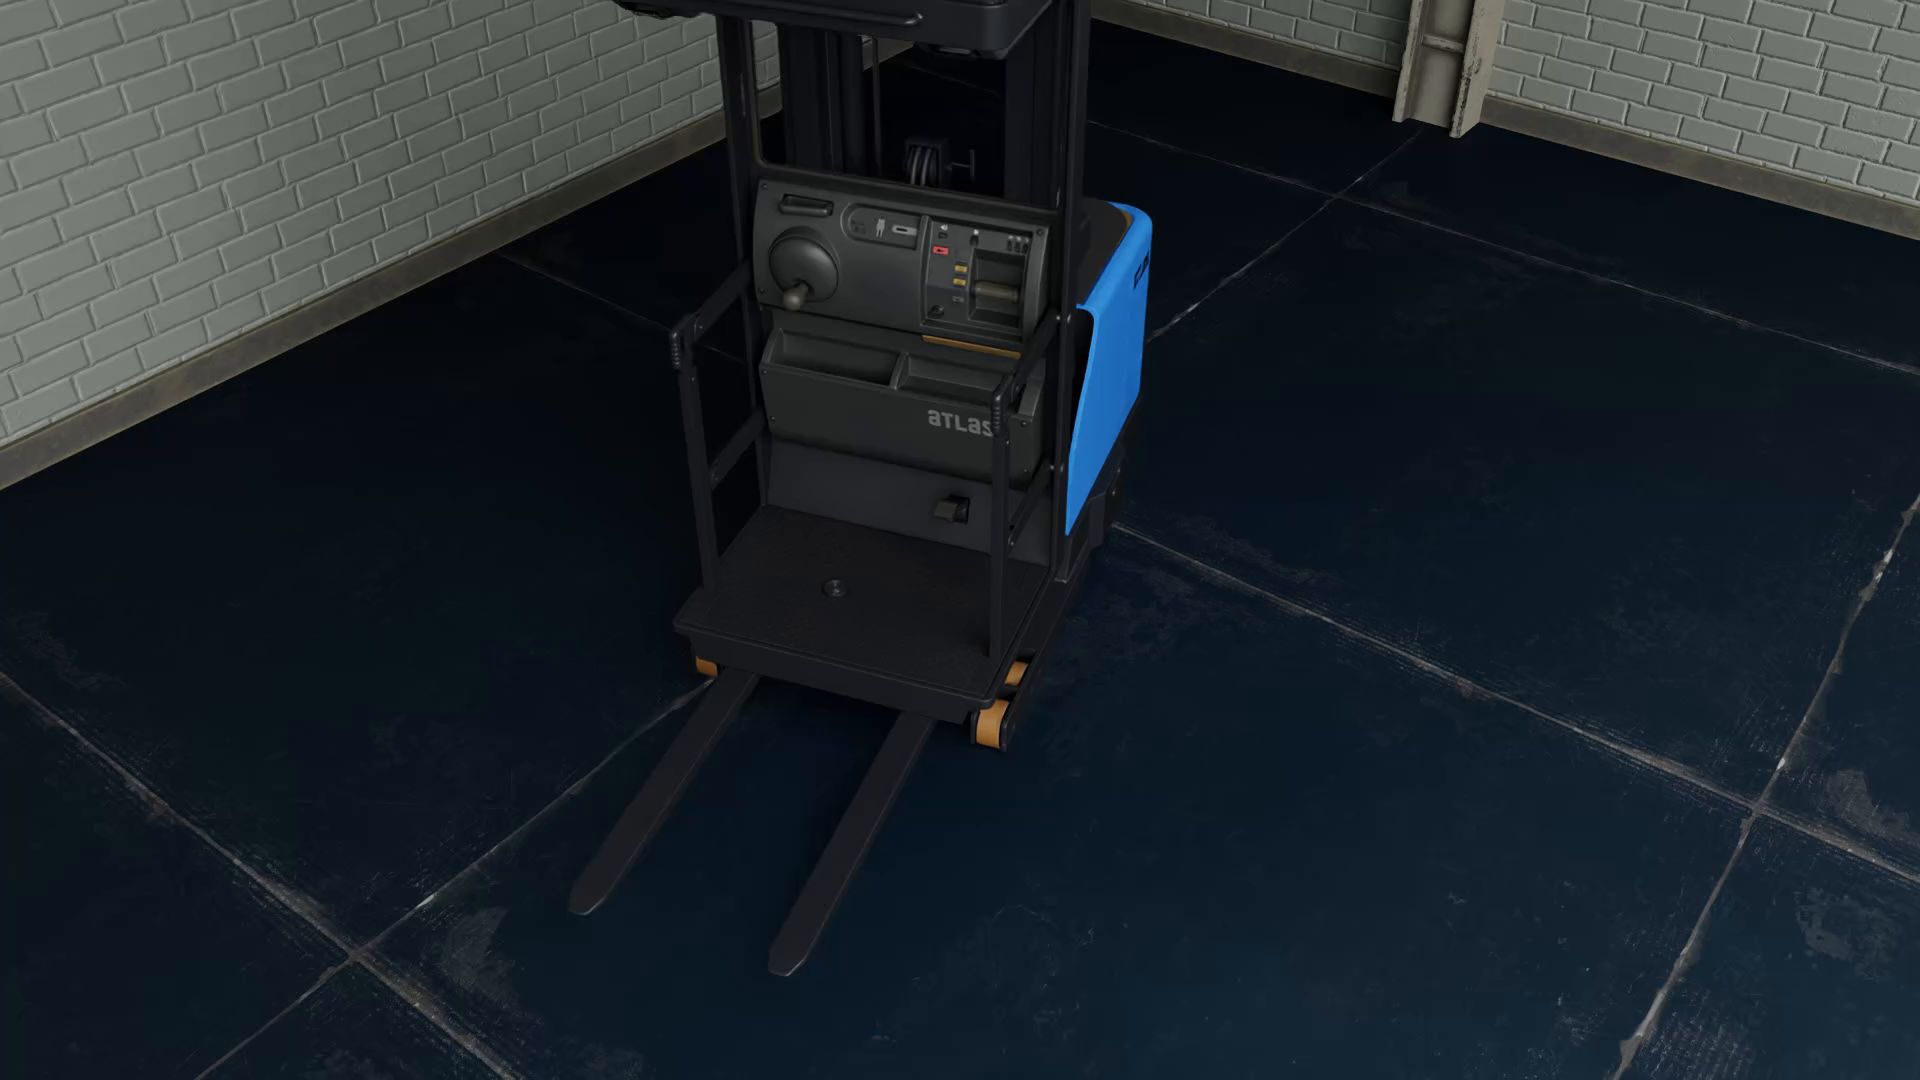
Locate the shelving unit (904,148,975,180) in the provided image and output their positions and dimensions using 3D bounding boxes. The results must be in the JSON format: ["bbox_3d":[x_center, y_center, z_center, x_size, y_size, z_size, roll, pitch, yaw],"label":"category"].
[{"bbox_3d":[-0.077,-1.064,6.758,0.215,1.050,0.252,13,40,16],"label":"shelving unit"}]

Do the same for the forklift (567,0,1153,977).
[{"bbox_3d":[-0.260,-0.768,4.853,1.130,2.935,3.031,12,40,15],"label":"forklift"}]

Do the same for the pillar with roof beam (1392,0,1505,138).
[{"bbox_3d":[0.027,-3.767,3.762,0.400,9.000,9.100,25,45,29],"label":"pillar with roof beam"}]

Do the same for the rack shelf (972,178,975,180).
[{"bbox_3d":[-0.077,-1.280,6.589,0.215,0.259,0.240,13,40,16],"label":"rack shelf"}]

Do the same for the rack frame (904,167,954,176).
[{"bbox_3d":[-0.119,-0.994,6.668,0.200,1.050,0.008,13,40,16],"label":"rack frame"}]

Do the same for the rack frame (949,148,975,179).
[{"bbox_3d":[-0.035,-1.135,6.848,0.200,1.050,0.008,13,40,16],"label":"rack frame"}]
